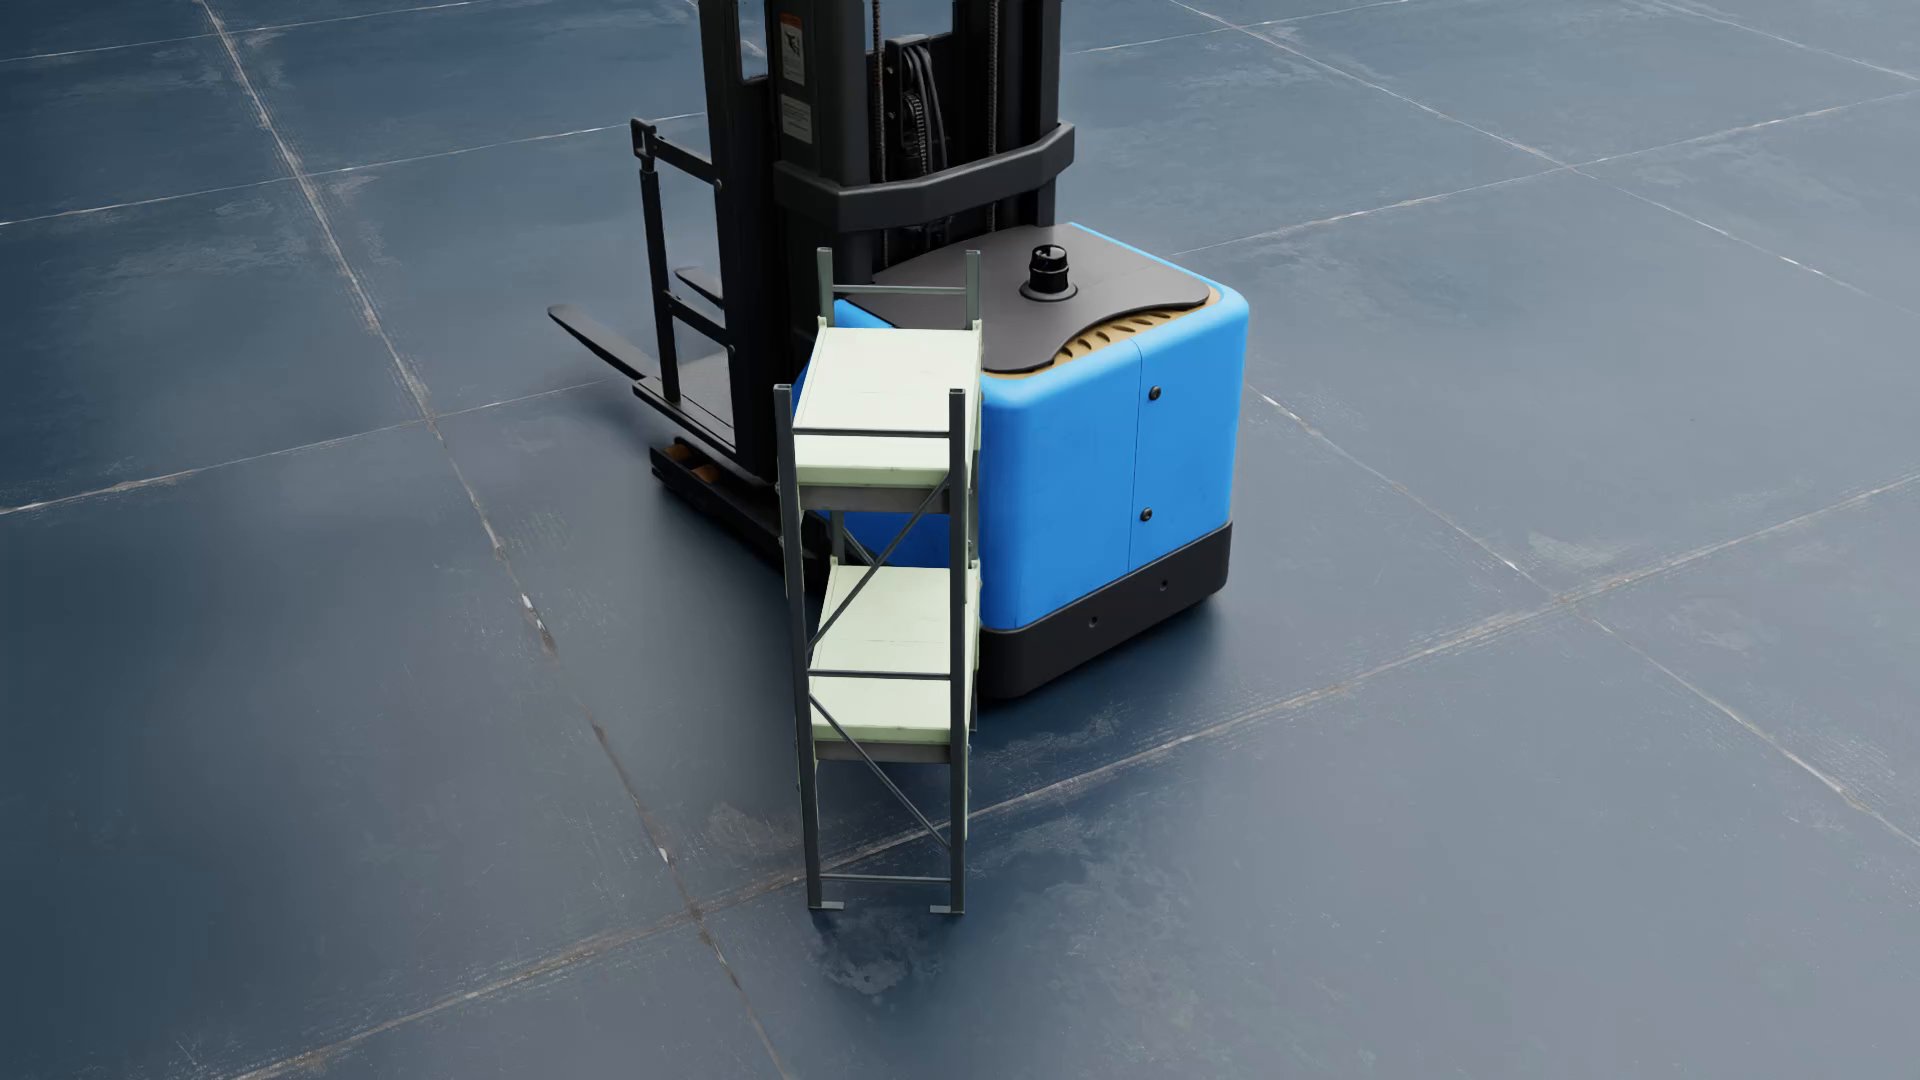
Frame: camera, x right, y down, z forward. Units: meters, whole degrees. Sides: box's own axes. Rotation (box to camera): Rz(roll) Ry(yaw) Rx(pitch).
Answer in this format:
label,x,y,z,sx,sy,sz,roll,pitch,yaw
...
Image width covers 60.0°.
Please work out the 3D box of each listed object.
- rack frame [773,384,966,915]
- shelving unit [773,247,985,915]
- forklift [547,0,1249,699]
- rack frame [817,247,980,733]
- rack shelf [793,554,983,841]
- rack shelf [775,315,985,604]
label,x,y,z,sx,sy,sz,roll,pitch,yaw
rack frame,-0.188,0.317,3.866,0.400,1.500,0.023,2,33,2
shelving unit,-0.169,0.119,4.173,0.431,1.500,0.755,2,33,2
forklift,-0.464,-1.489,5.357,1.130,2.935,3.031,-25,40,-33
rack frame,-0.151,-0.078,4.481,0.400,1.500,0.023,2,33,2
rack shelf,-0.169,0.394,4.349,0.431,0.370,0.720,2,33,2
rack shelf,-0.169,-0.209,3.963,0.431,0.370,0.720,2,33,2
